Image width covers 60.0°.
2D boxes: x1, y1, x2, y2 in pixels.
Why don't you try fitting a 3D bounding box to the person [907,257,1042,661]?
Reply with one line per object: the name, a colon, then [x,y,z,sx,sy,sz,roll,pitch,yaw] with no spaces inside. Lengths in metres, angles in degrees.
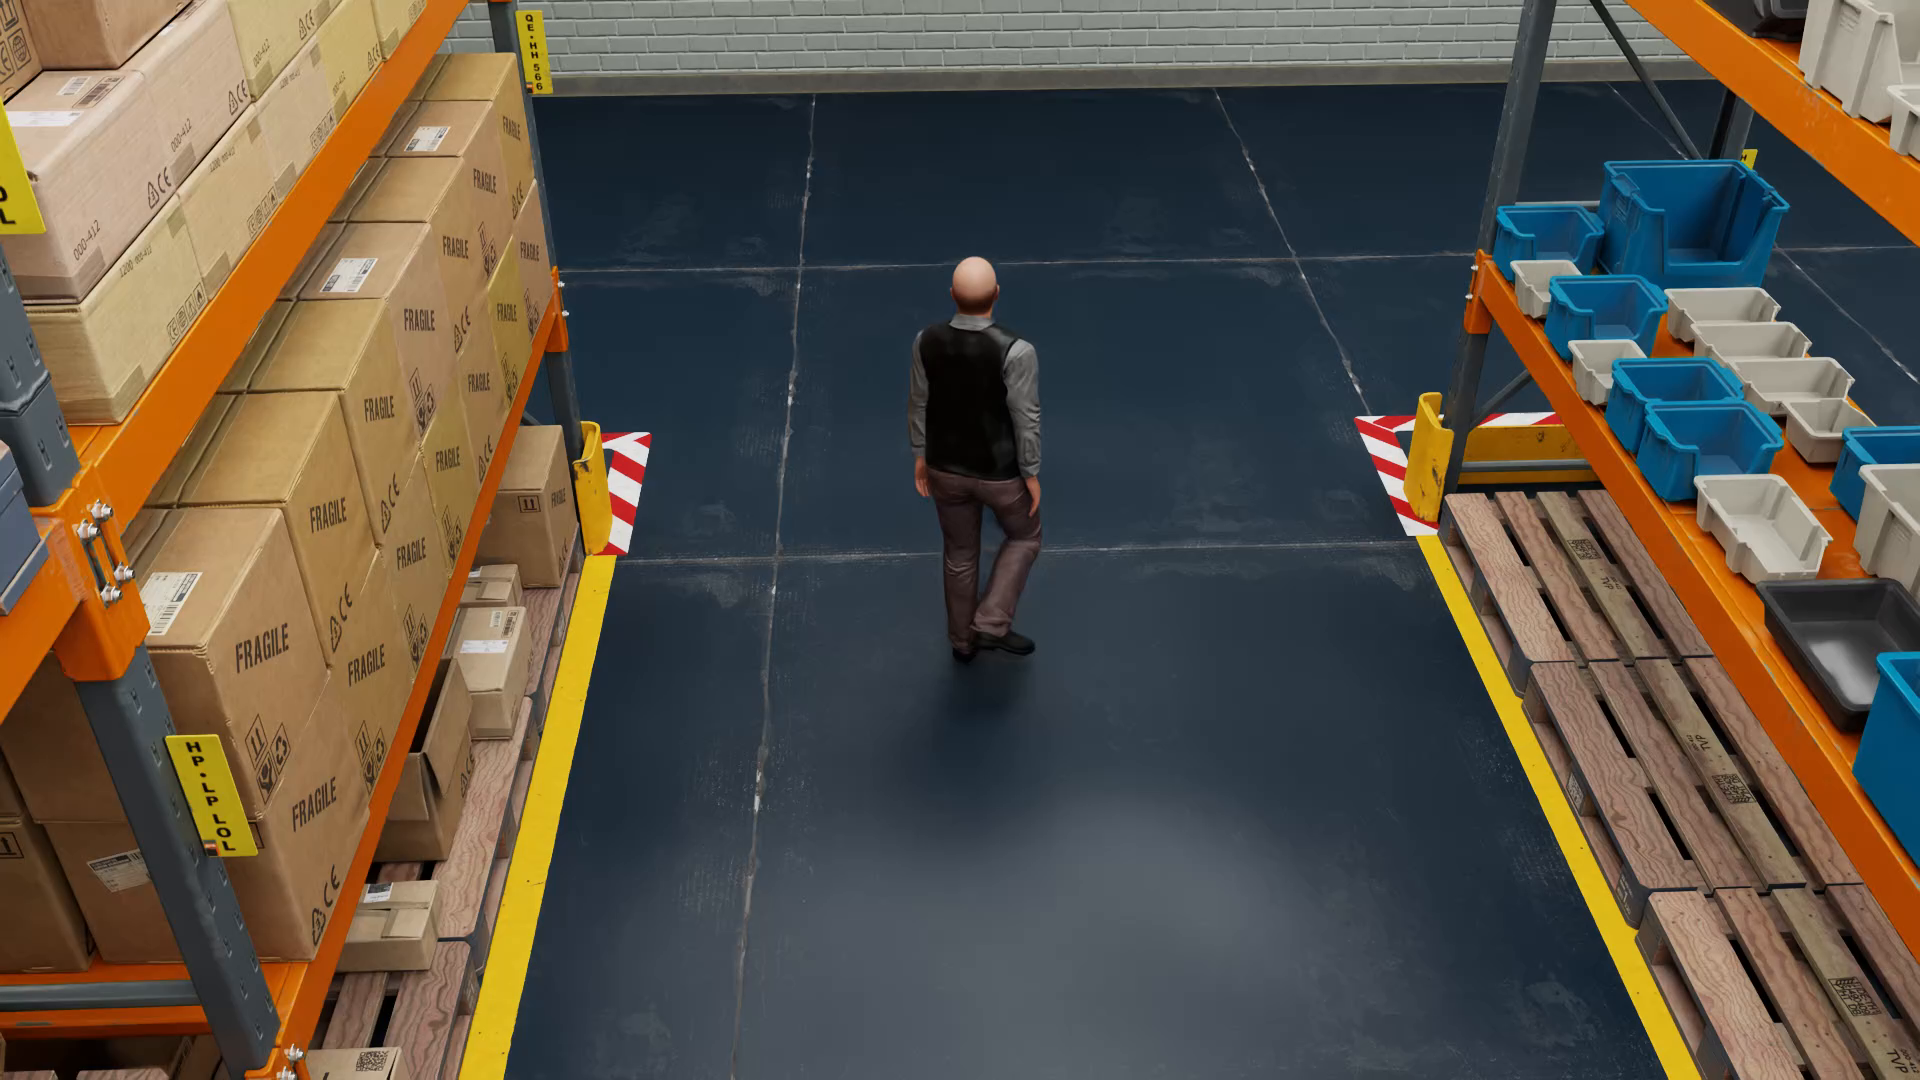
person: [0.054,-0.259,6.524,0.579,1.715,0.492,12,37,16]
